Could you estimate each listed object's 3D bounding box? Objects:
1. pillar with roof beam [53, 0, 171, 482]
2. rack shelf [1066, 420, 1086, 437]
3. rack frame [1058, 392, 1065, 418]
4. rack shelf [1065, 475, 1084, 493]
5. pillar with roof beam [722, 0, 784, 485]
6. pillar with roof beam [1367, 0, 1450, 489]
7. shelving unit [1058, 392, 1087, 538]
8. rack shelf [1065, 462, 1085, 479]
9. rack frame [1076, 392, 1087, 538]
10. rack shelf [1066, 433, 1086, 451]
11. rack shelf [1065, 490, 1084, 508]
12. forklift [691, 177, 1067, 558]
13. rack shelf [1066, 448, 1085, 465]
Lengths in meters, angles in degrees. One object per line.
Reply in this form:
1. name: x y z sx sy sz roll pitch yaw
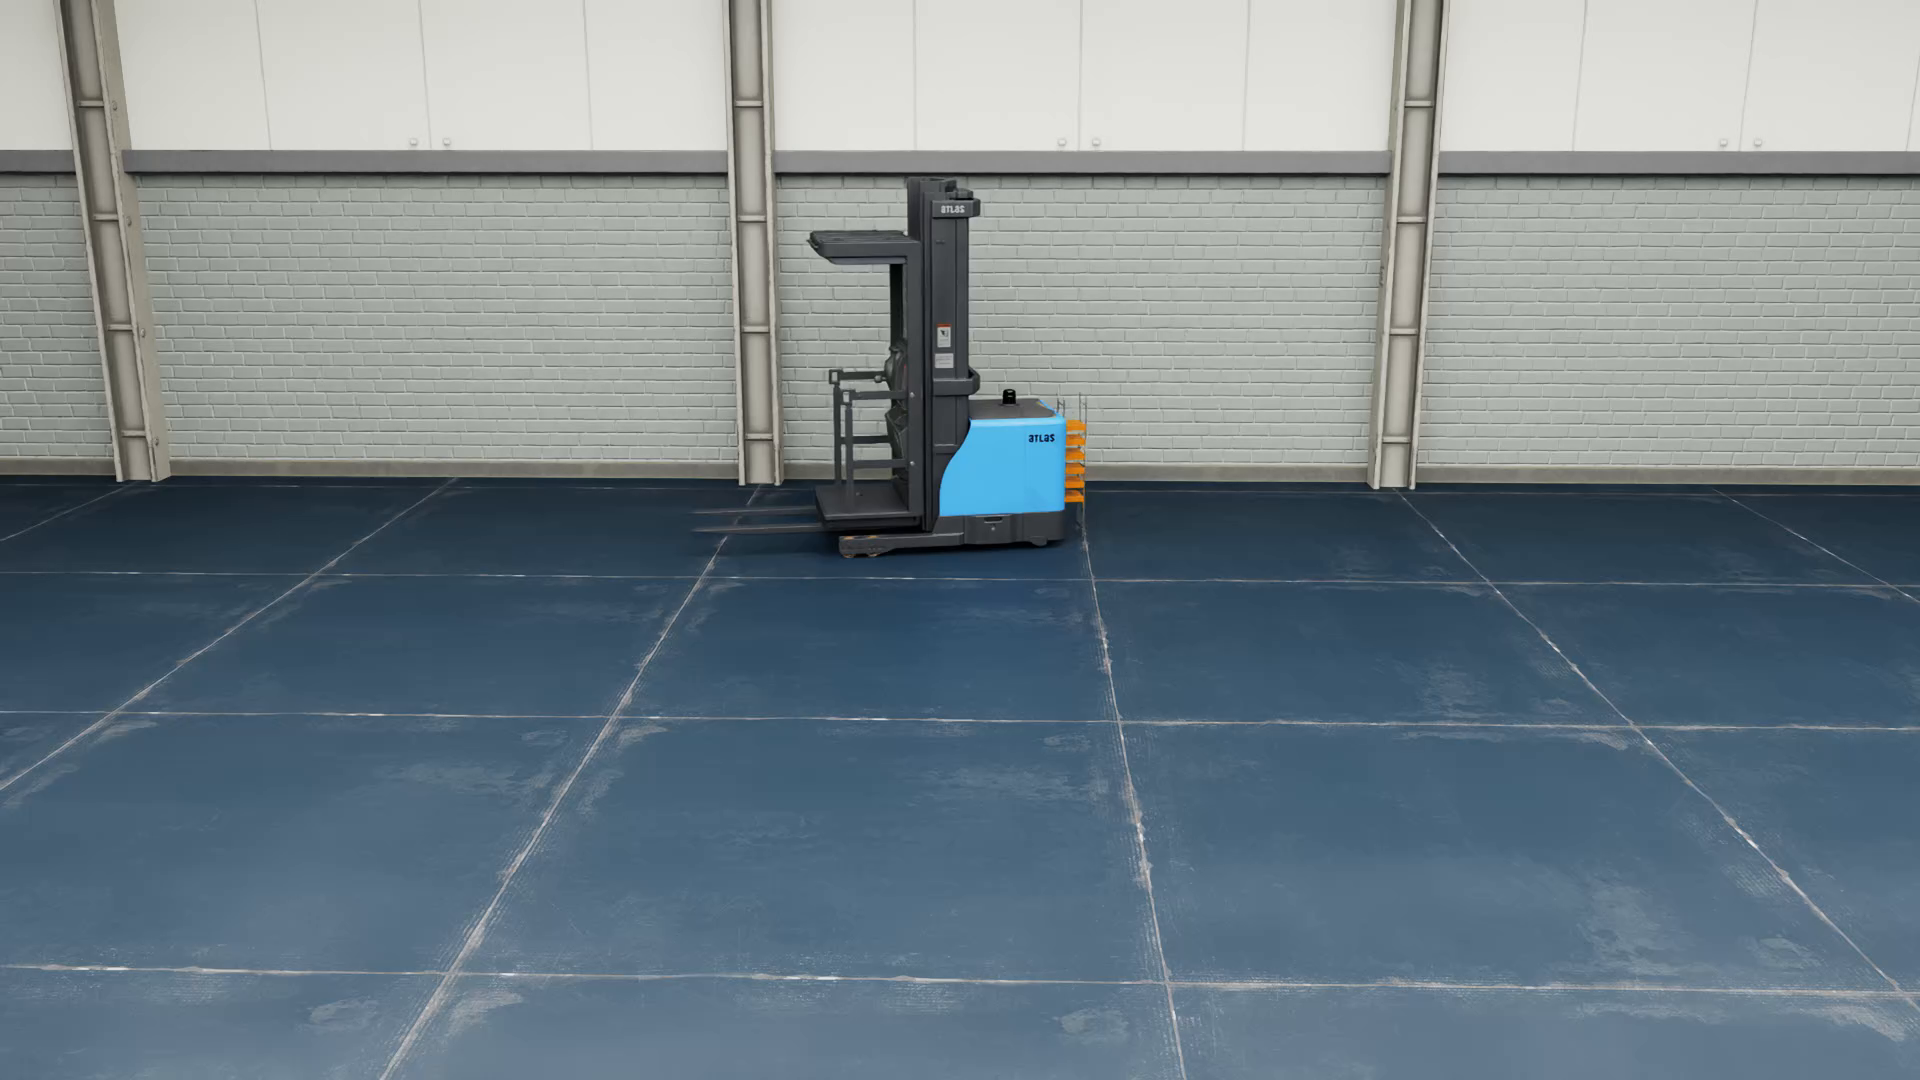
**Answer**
1. pillar with roof beam: -8.010 -3.853 10.803 0.400 9.000 9.100 0 15 1
2. rack shelf: 0.924 -0.926 13.759 0.180 0.103 0.258 -2 15 -9
3. rack frame: 0.832 -0.618 13.825 0.006 1.200 0.240 -2 15 -9
4. rack shelf: 0.921 -0.462 13.881 0.180 0.103 0.258 -2 15 -9
5. pillar with roof beam: -2.012 -3.814 10.655 0.400 9.000 9.100 0 15 1
6. pillar with roof beam: 3.986 -3.775 10.507 0.400 9.000 9.100 0 15 1
7. shelving unit: 0.922 -0.621 13.840 0.189 1.200 0.258 -2 15 -9
8. rack shelf: 0.922 -0.578 13.851 0.180 0.103 0.258 -2 15 -9
9. rack frame: 1.012 -0.624 13.854 0.006 1.200 0.240 -2 15 -9
10. rack shelf: 0.923 -0.810 13.790 0.180 0.103 0.258 -2 15 -9
11. rack shelf: 0.920 -0.346 13.912 0.180 0.103 0.258 -2 15 -9
12. forklift: -0.694 -1.420 13.476 3.031 2.935 1.130 -2 15 -9
13. rack shelf: 0.923 -0.694 13.820 0.180 0.103 0.258 -2 15 -9
